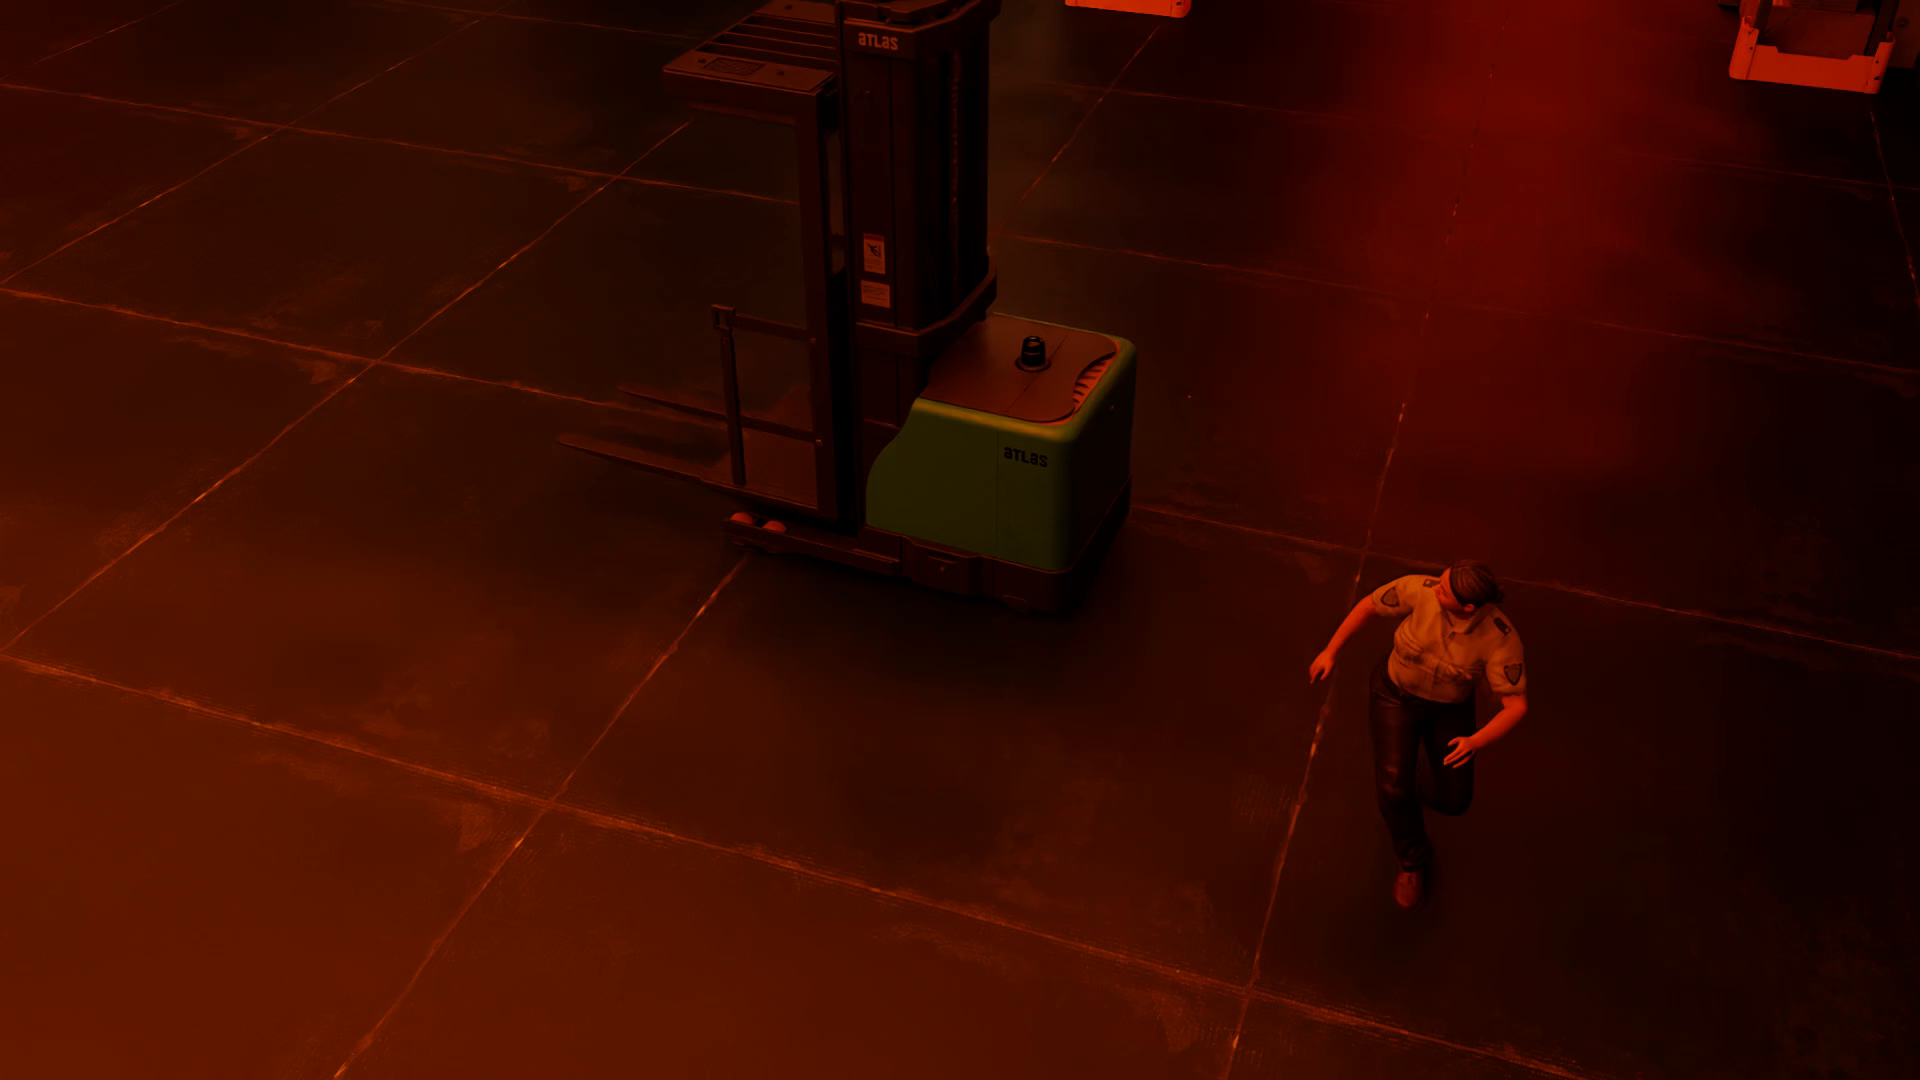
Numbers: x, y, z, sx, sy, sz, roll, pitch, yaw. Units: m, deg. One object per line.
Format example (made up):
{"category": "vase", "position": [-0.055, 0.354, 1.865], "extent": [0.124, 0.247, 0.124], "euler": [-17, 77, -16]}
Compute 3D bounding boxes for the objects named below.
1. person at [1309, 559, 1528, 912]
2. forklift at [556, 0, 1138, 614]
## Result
{"category": "person", "position": [1.724, 0.684, 6.386], "extent": [0.804, 1.527, 0.797], "euler": [9, 36, 13]}
{"category": "forklift", "position": [-0.676, -1.390, 8.071], "extent": [3.031, 2.935, 1.130], "euler": [14, 38, 19]}
